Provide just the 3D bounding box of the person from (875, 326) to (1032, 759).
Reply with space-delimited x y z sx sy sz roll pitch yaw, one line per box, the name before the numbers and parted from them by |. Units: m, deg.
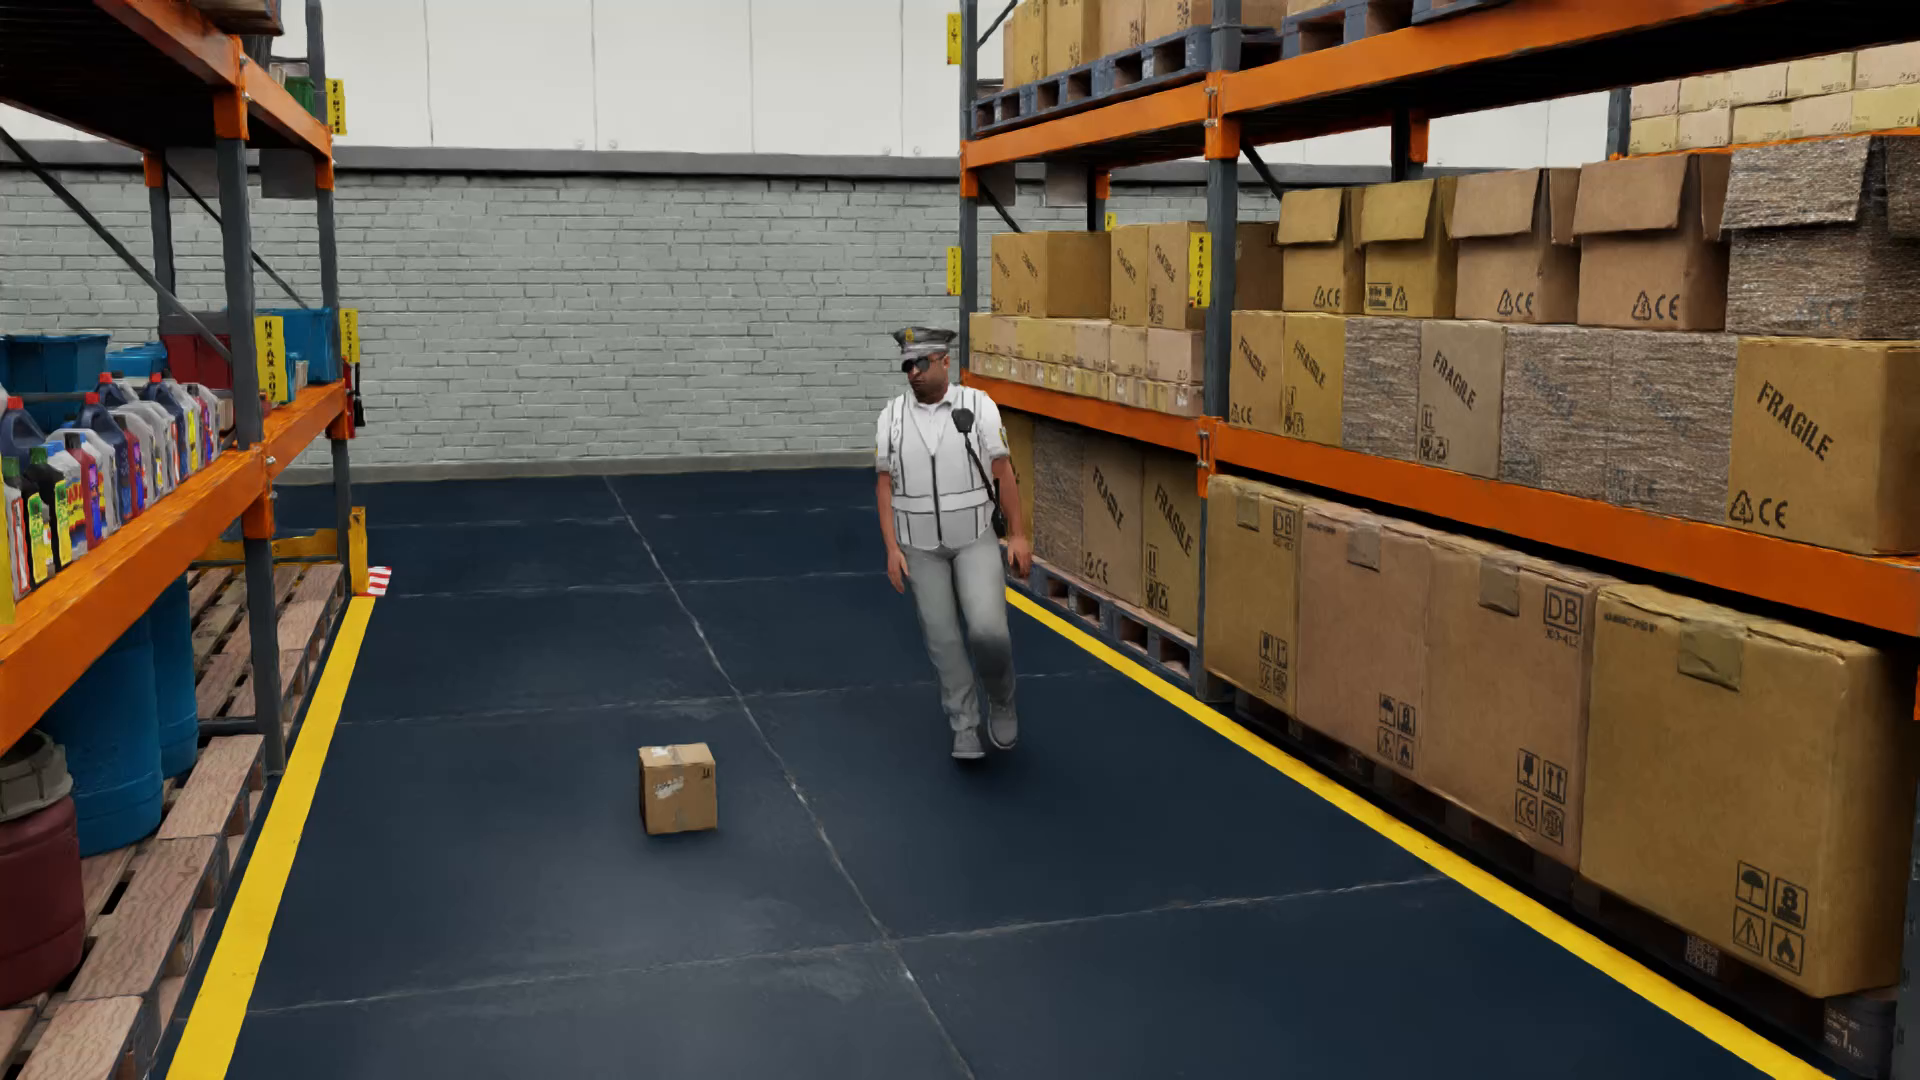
person | -0.032 0.010 6.680 0.637 1.731 0.483 1 9 7
